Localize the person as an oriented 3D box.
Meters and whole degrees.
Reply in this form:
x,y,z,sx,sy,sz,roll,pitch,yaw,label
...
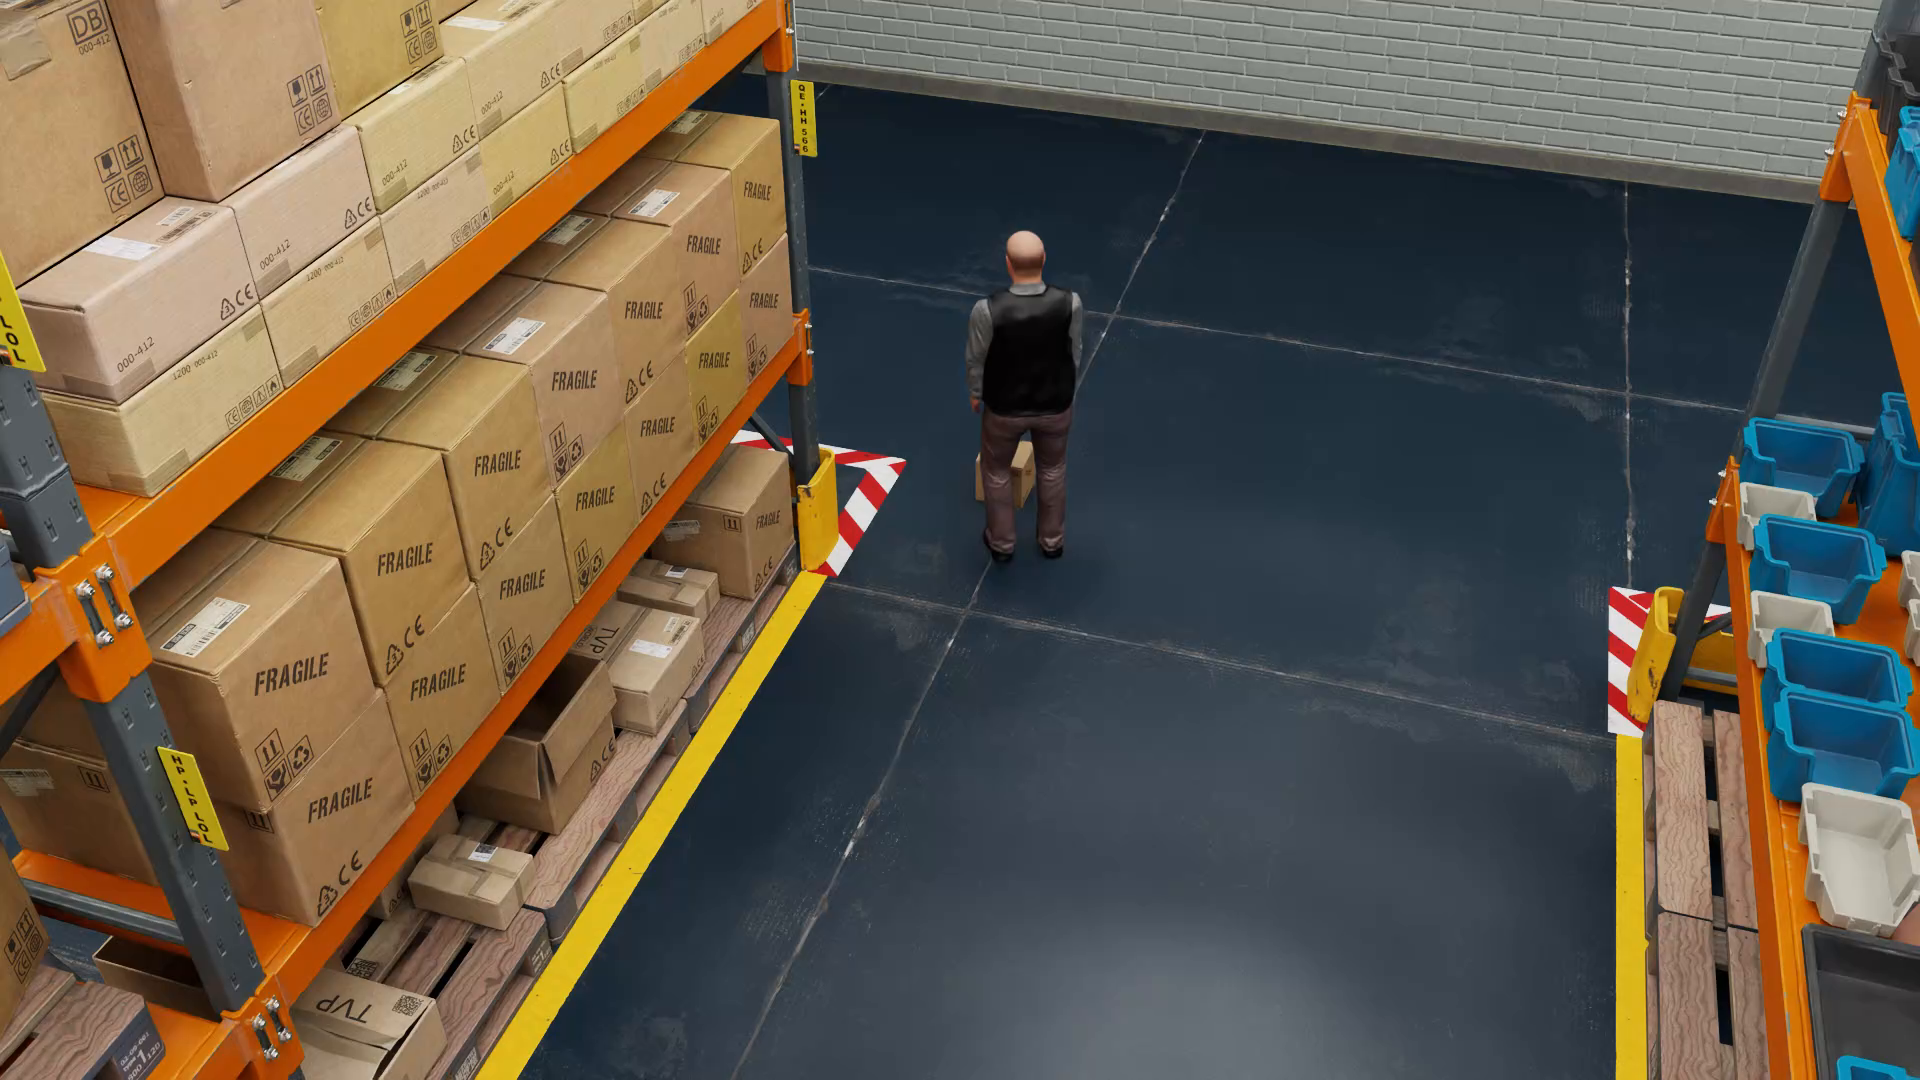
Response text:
x,y,z,sx,sy,sz,roll,pitch,yaw,label
0.292,-0.638,7.791,0.543,1.705,0.372,-5,37,-6,person
